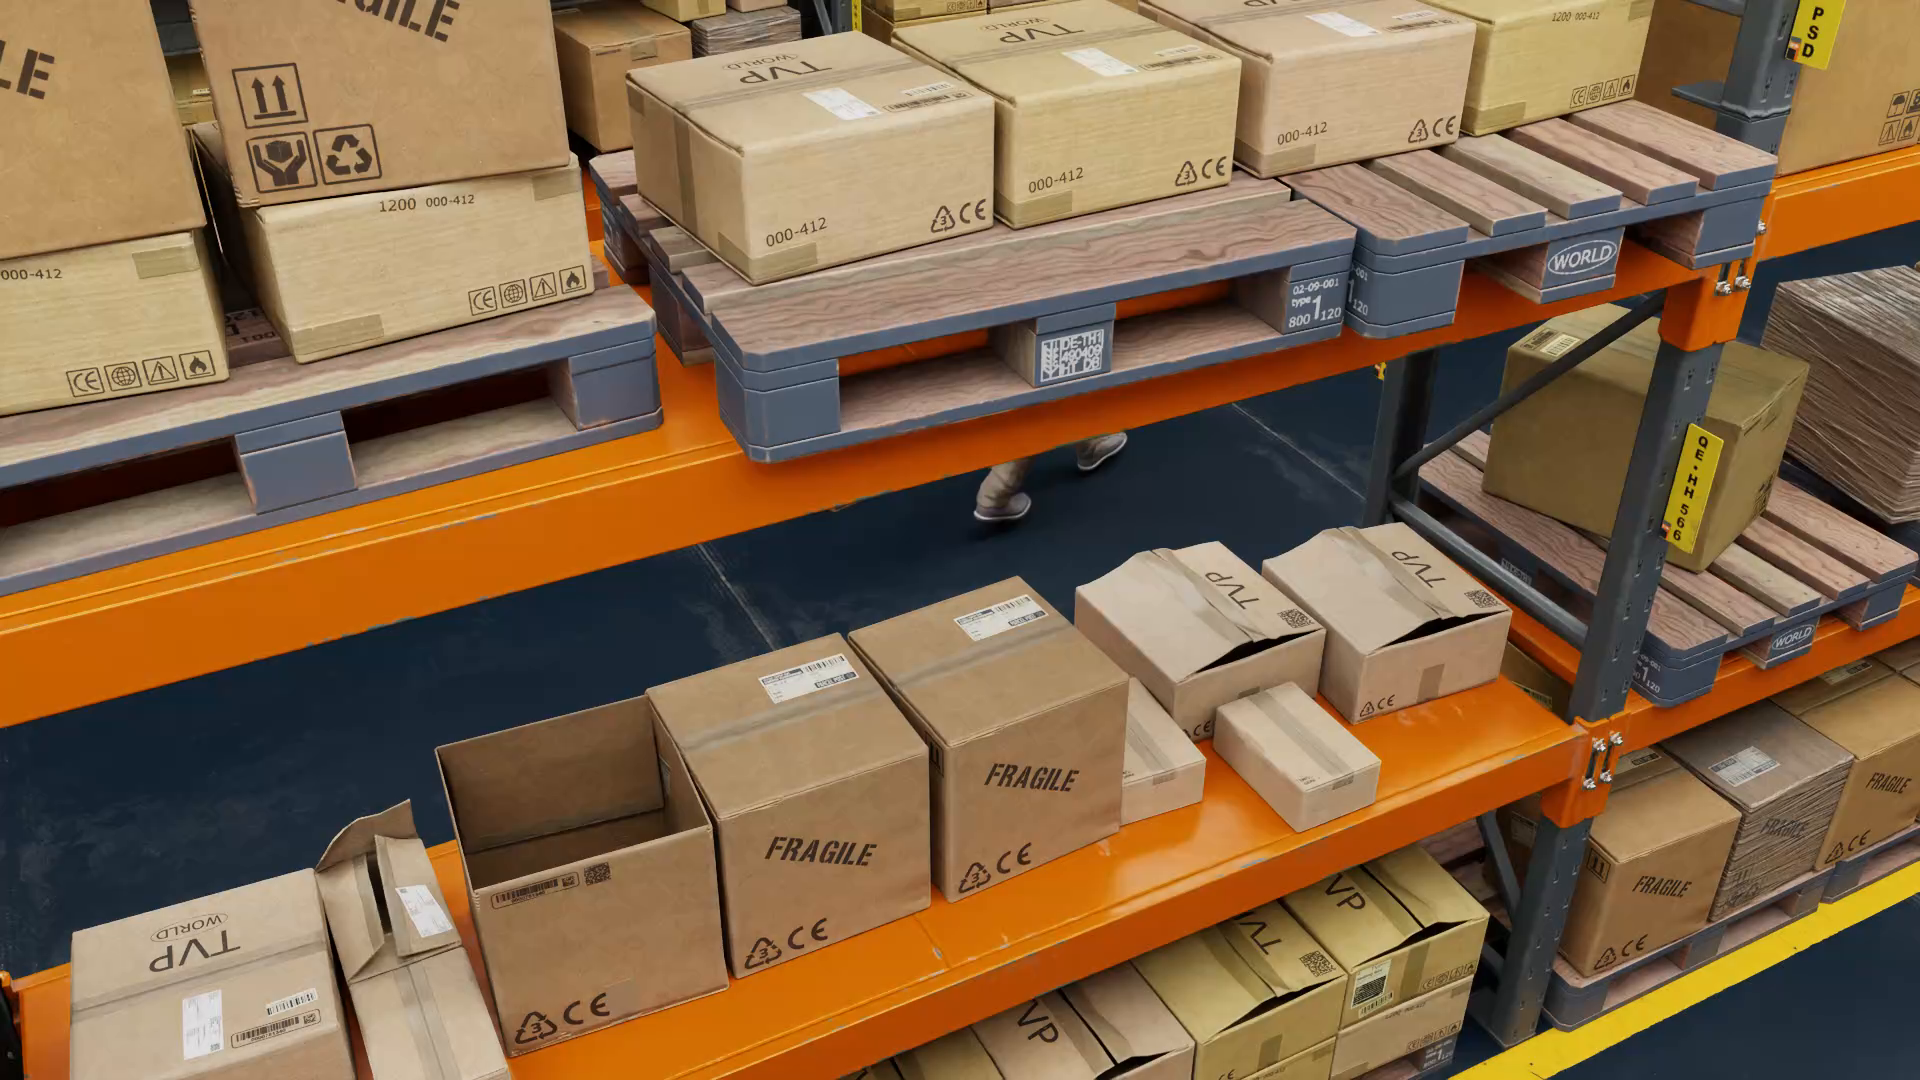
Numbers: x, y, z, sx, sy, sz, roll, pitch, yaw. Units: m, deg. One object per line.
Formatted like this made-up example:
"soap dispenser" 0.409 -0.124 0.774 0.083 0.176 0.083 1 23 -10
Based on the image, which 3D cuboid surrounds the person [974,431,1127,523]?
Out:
"person" 0.473 -0.929 7.609 1.091 1.666 0.532 -22 39 -30
